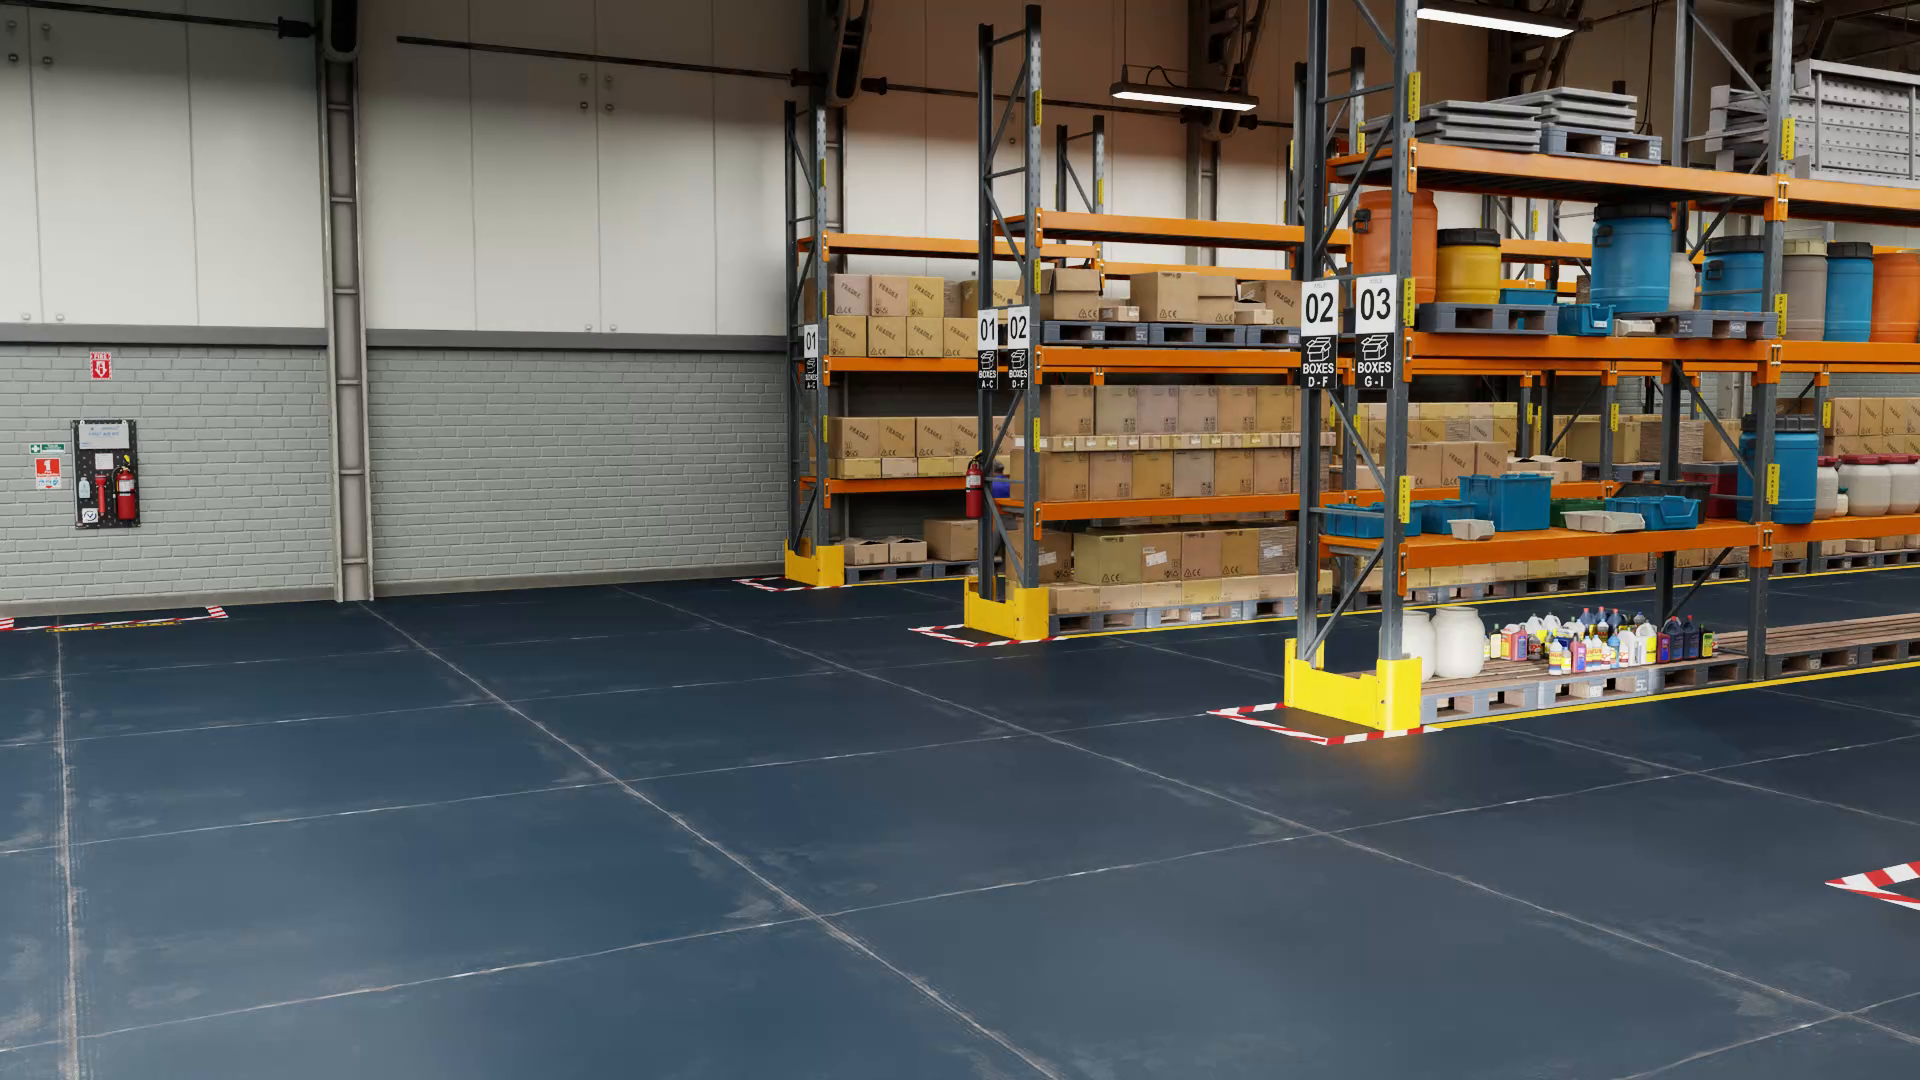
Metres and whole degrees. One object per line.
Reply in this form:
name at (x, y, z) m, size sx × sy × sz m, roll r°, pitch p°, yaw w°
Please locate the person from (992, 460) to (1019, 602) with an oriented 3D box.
person at (0.440, -0.094, 18.879) m, size 0.453 × 1.618 × 0.361 m, roll -3°, pitch 6°, yaw -27°
